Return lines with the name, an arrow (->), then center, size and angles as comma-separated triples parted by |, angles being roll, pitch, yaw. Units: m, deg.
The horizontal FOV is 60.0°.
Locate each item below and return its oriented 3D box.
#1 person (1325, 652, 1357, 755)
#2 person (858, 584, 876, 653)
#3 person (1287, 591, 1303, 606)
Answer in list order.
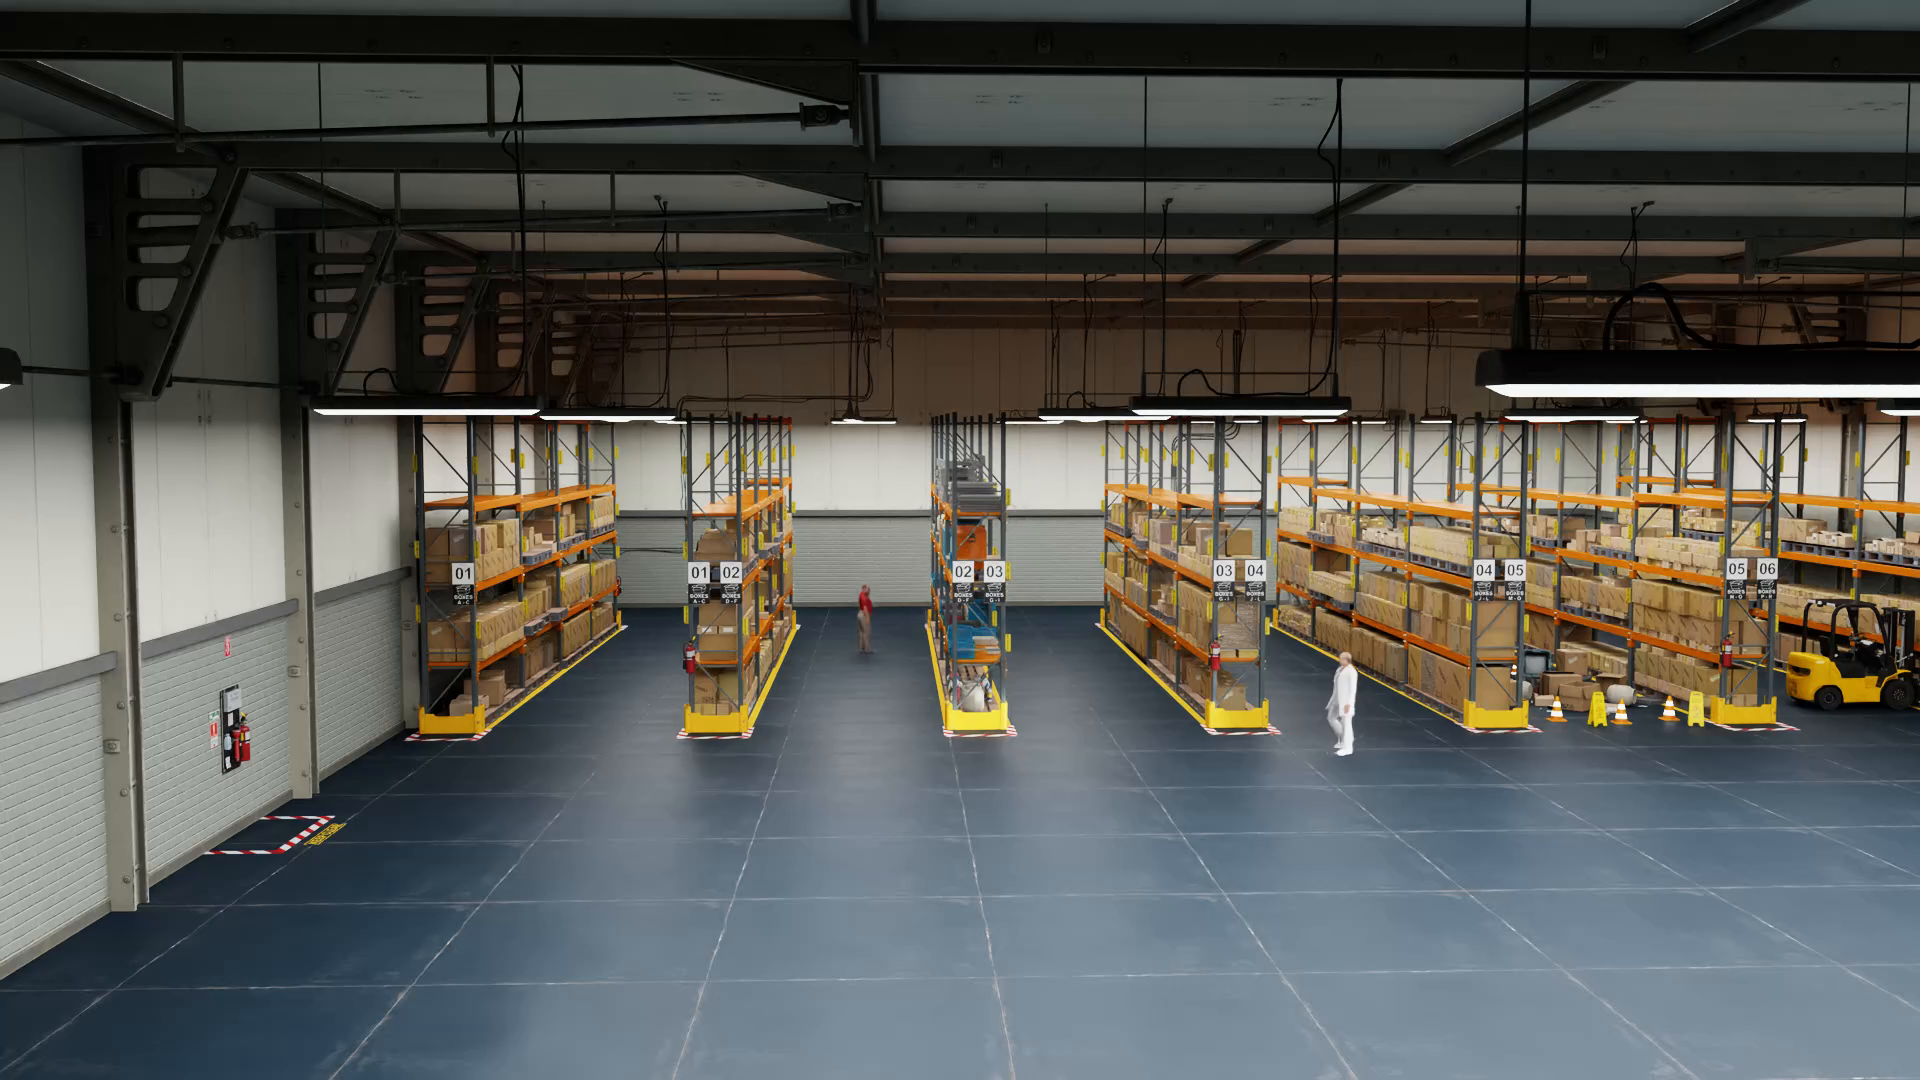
person -> 6.695, 2.838, 29.132 | 0.539, 1.780, 0.661 | -2, 4, -24
person -> -2.349, 1.978, 42.106 | 0.440, 1.728, 0.604 | -1, 4, -11
person -> 10.109, 1.440, 50.004 | 0.687, 1.785, 0.404 | 0, 4, -5
